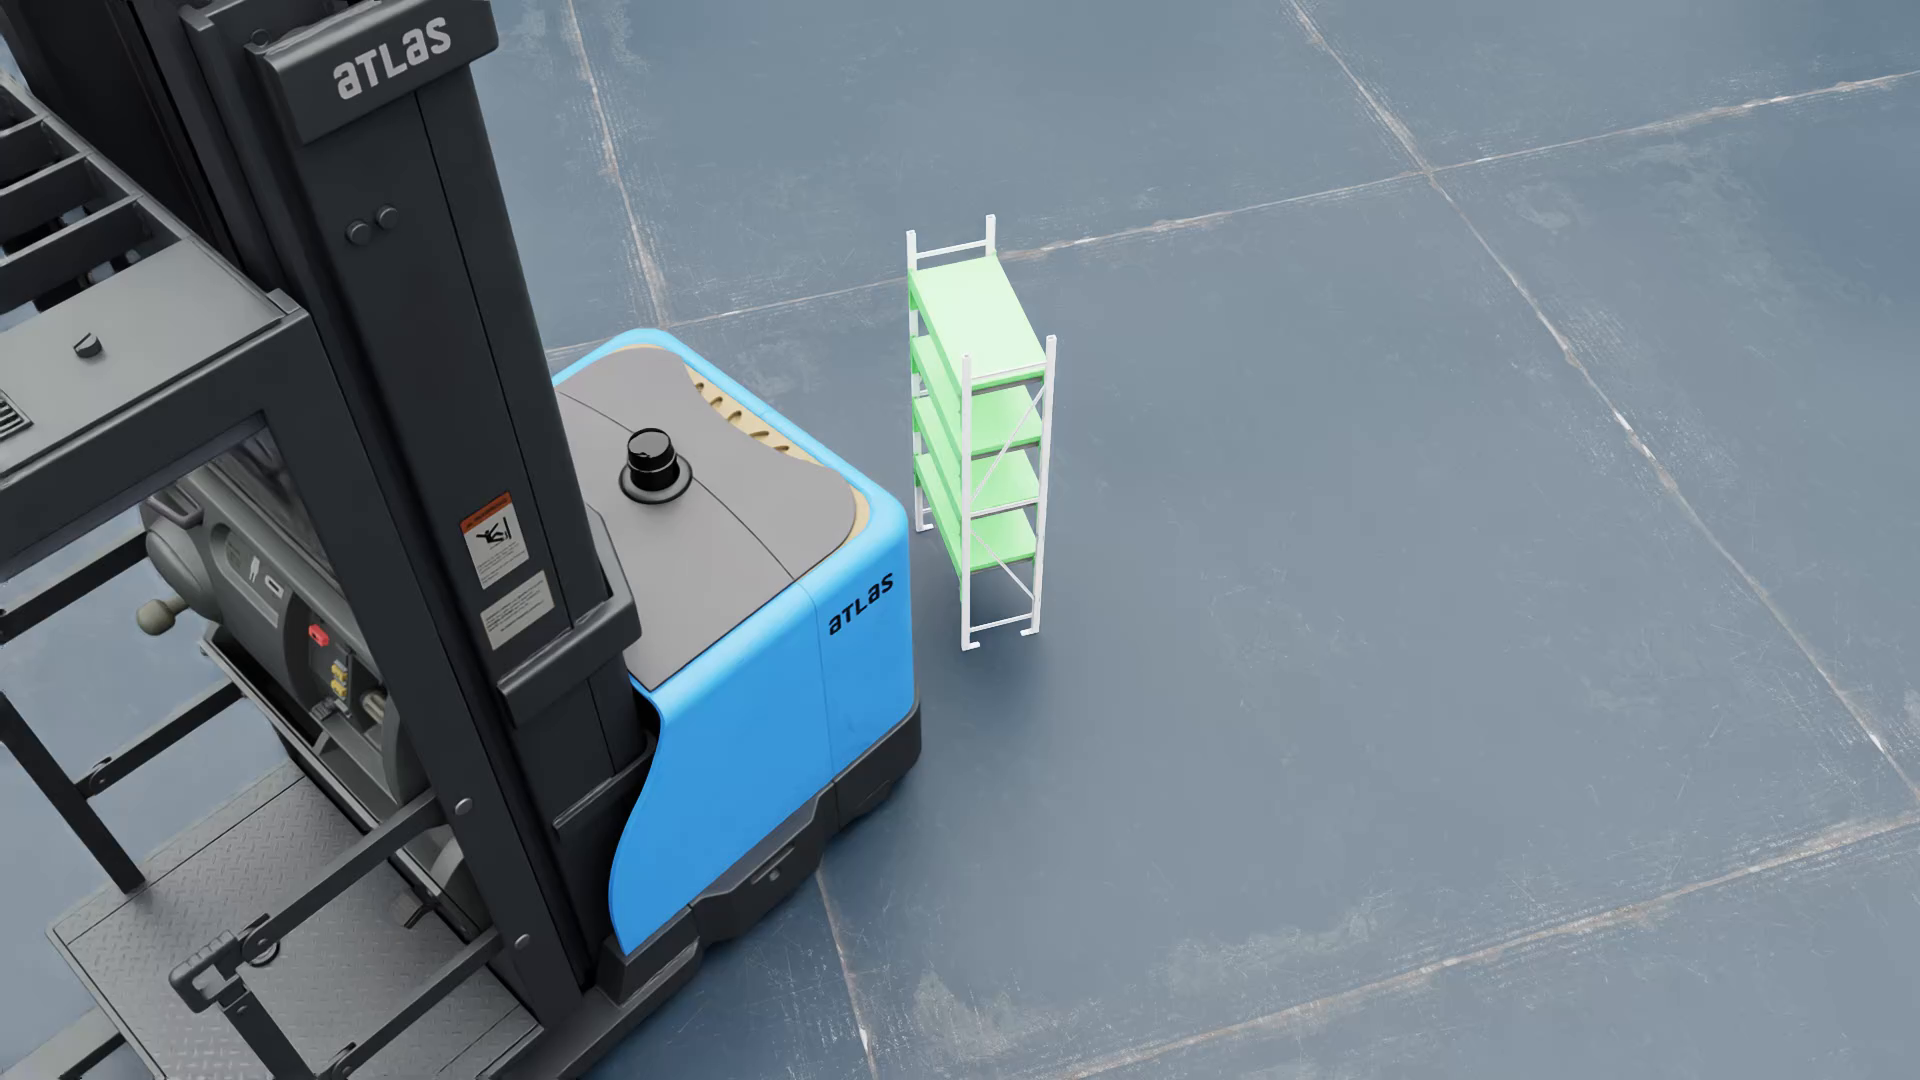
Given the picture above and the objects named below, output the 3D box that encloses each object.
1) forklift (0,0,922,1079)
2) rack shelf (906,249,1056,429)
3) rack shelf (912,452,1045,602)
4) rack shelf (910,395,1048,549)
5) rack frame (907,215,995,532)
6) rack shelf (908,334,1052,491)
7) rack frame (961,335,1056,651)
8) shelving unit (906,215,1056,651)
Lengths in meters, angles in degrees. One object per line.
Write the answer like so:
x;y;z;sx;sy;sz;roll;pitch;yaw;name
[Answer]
-1.486;0.240;3.131;1.130;2.935;3.031;36;59;26;forklift
0.049;-0.534;4.371;0.258;0.148;0.480;-13;51;-11;rack shelf
0.049;-0.070;4.922;0.258;0.148;0.480;-13;51;-11;rack shelf
0.049;-0.225;4.738;0.258;0.148;0.480;-13;51;-11;rack shelf
-0.023;-0.444;4.840;0.240;1.200;0.015;-13;51;-11;rack frame
0.049;-0.379;4.555;0.258;0.148;0.480;-13;51;-11;rack shelf
0.121;-0.088;4.539;0.240;1.200;0.015;-13;51;-11;rack frame
0.049;-0.266;4.689;0.258;1.200;0.503;-13;51;-11;shelving unit
